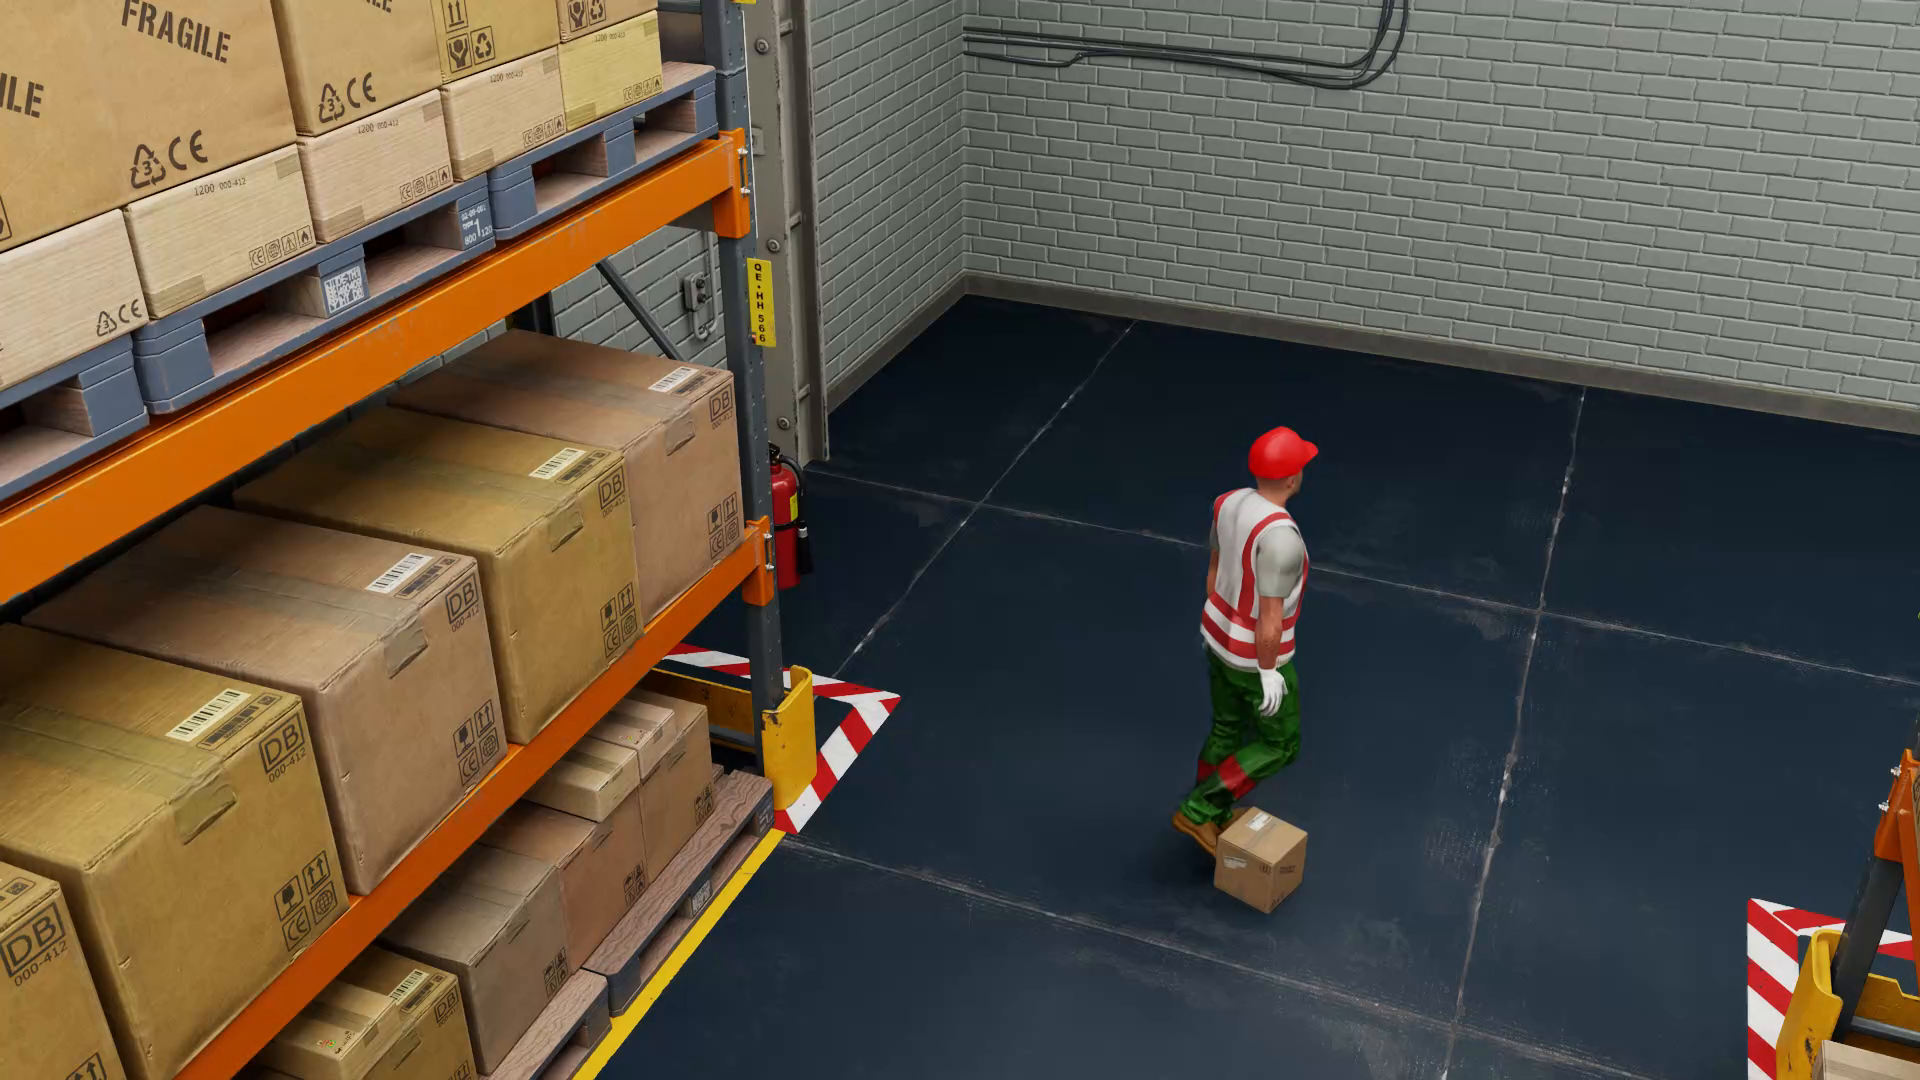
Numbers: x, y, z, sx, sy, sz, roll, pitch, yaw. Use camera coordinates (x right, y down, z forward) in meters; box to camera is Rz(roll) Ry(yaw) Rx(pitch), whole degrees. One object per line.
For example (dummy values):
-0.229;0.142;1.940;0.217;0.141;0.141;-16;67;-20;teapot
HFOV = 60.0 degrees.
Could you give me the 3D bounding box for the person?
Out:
1.061;0.420;6.346;0.556;1.781;0.587;-9;31;-16;person
